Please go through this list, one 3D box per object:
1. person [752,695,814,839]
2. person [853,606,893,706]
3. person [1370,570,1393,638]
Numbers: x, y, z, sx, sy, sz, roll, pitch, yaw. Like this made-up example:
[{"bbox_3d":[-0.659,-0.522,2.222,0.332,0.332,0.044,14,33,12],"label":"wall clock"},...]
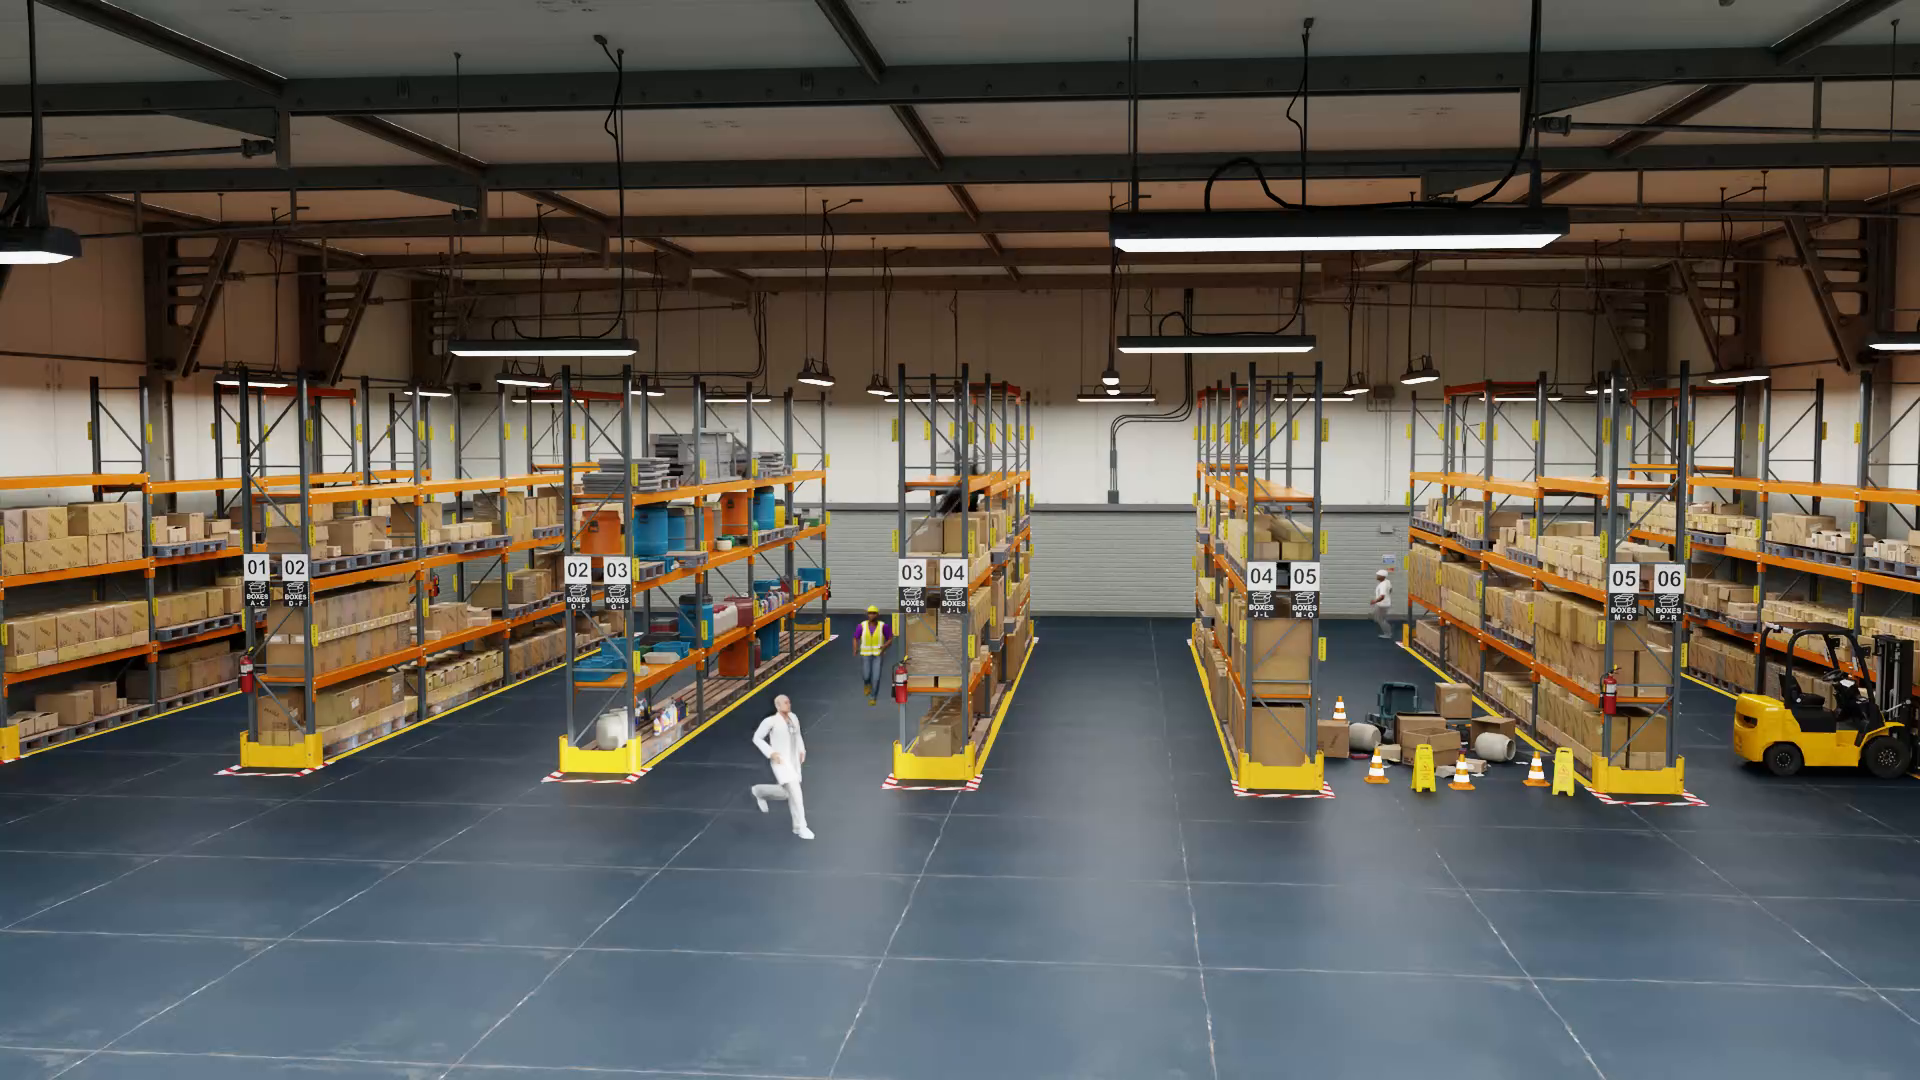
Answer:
[{"bbox_3d":[-2.229,2.817,20.848,1.065,1.766,0.693,2,4,32],"label":"person"},{"bbox_3d":[-1.512,2.000,28.834,0.701,1.728,0.587,0,4,0],"label":"person"},{"bbox_3d":[10.237,1.560,40.395,0.549,1.691,0.732,1,4,12],"label":"person"}]
